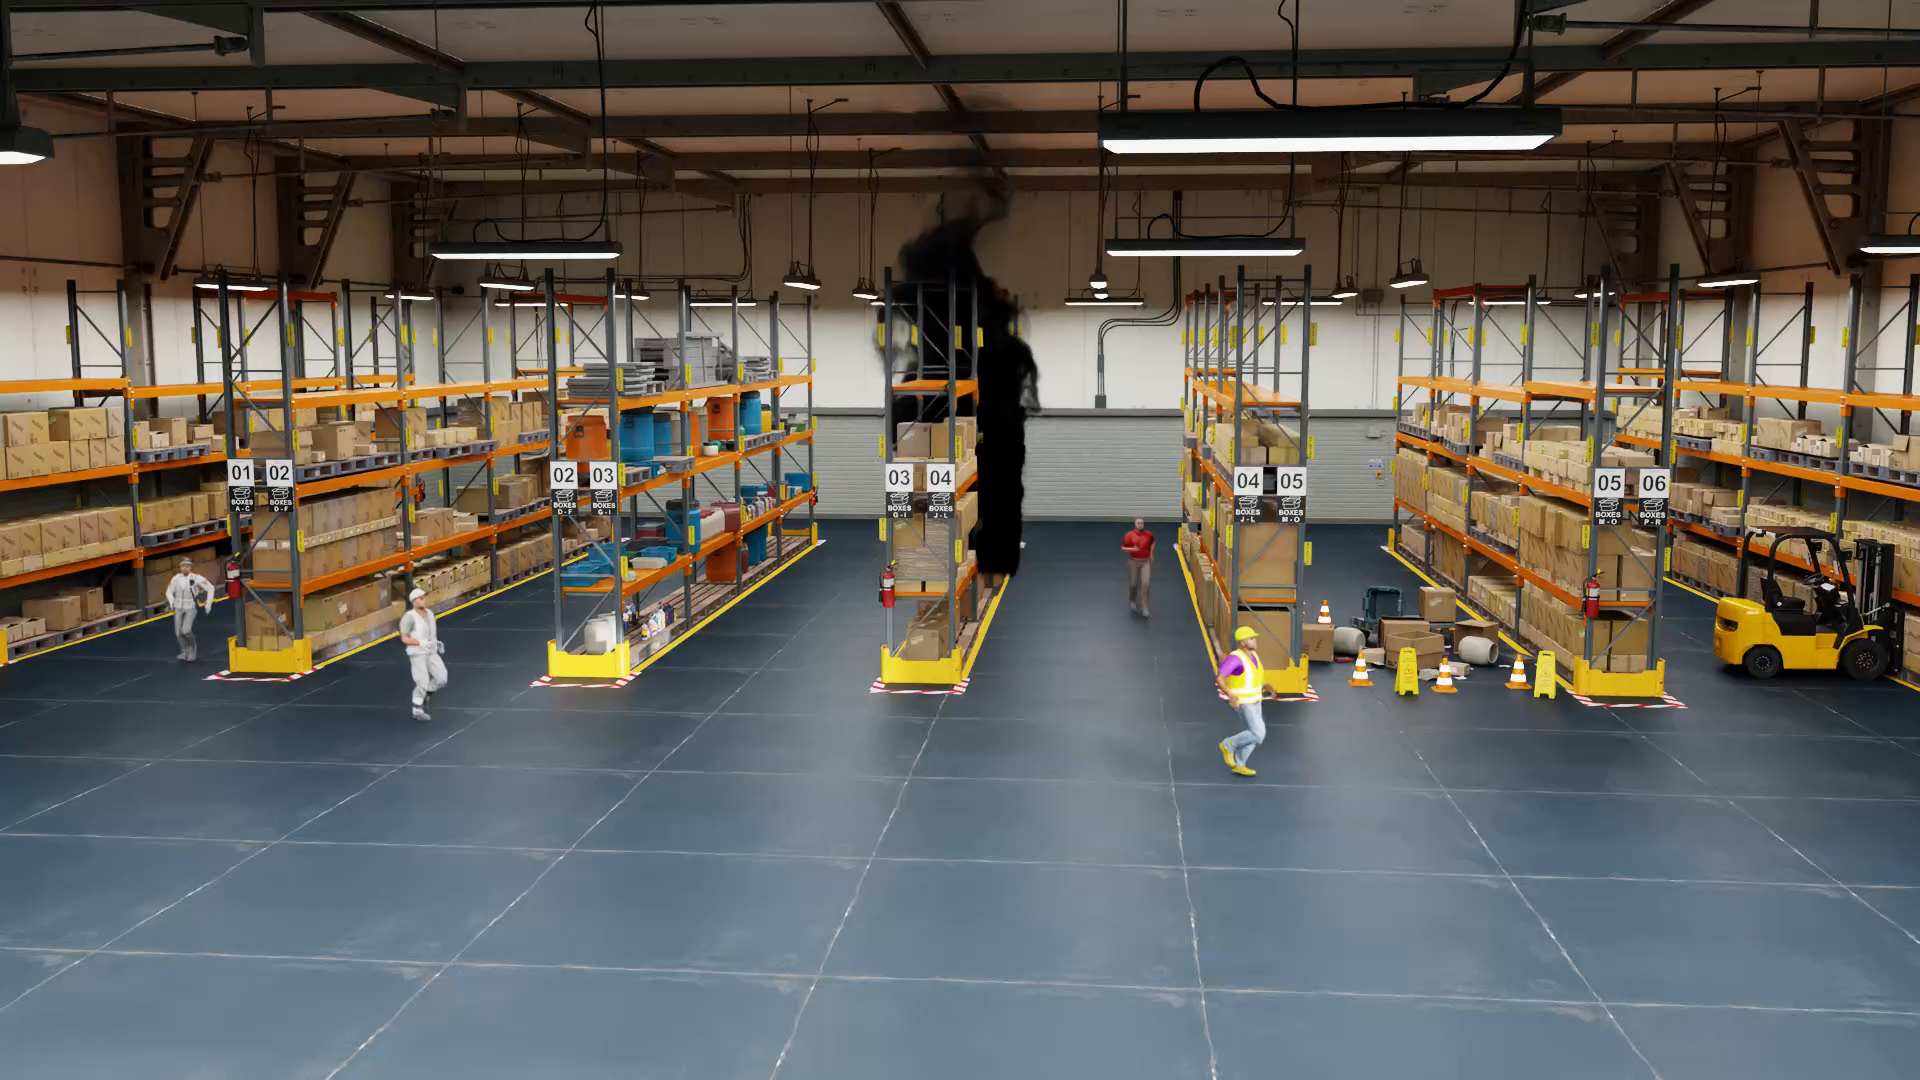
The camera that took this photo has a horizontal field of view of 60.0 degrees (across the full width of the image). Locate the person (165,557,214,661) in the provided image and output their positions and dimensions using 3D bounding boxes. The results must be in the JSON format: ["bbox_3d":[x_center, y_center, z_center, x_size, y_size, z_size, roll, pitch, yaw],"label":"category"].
[{"bbox_3d":[-11.915,1.065,25.682,0.674,1.645,0.590,0,7,-1],"label":"person"}]

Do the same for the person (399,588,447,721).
[{"bbox_3d":[-6.983,1.500,21.740,0.577,1.744,0.649,4,8,31],"label":"person"}]

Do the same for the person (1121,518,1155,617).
[{"bbox_3d":[3.248,0.465,30.162,0.655,1.747,0.874,0,7,-3],"label":"person"}]

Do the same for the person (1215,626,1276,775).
[{"bbox_3d":[3.294,1.845,19.020,0.576,1.720,0.698,5,9,37],"label":"person"}]
